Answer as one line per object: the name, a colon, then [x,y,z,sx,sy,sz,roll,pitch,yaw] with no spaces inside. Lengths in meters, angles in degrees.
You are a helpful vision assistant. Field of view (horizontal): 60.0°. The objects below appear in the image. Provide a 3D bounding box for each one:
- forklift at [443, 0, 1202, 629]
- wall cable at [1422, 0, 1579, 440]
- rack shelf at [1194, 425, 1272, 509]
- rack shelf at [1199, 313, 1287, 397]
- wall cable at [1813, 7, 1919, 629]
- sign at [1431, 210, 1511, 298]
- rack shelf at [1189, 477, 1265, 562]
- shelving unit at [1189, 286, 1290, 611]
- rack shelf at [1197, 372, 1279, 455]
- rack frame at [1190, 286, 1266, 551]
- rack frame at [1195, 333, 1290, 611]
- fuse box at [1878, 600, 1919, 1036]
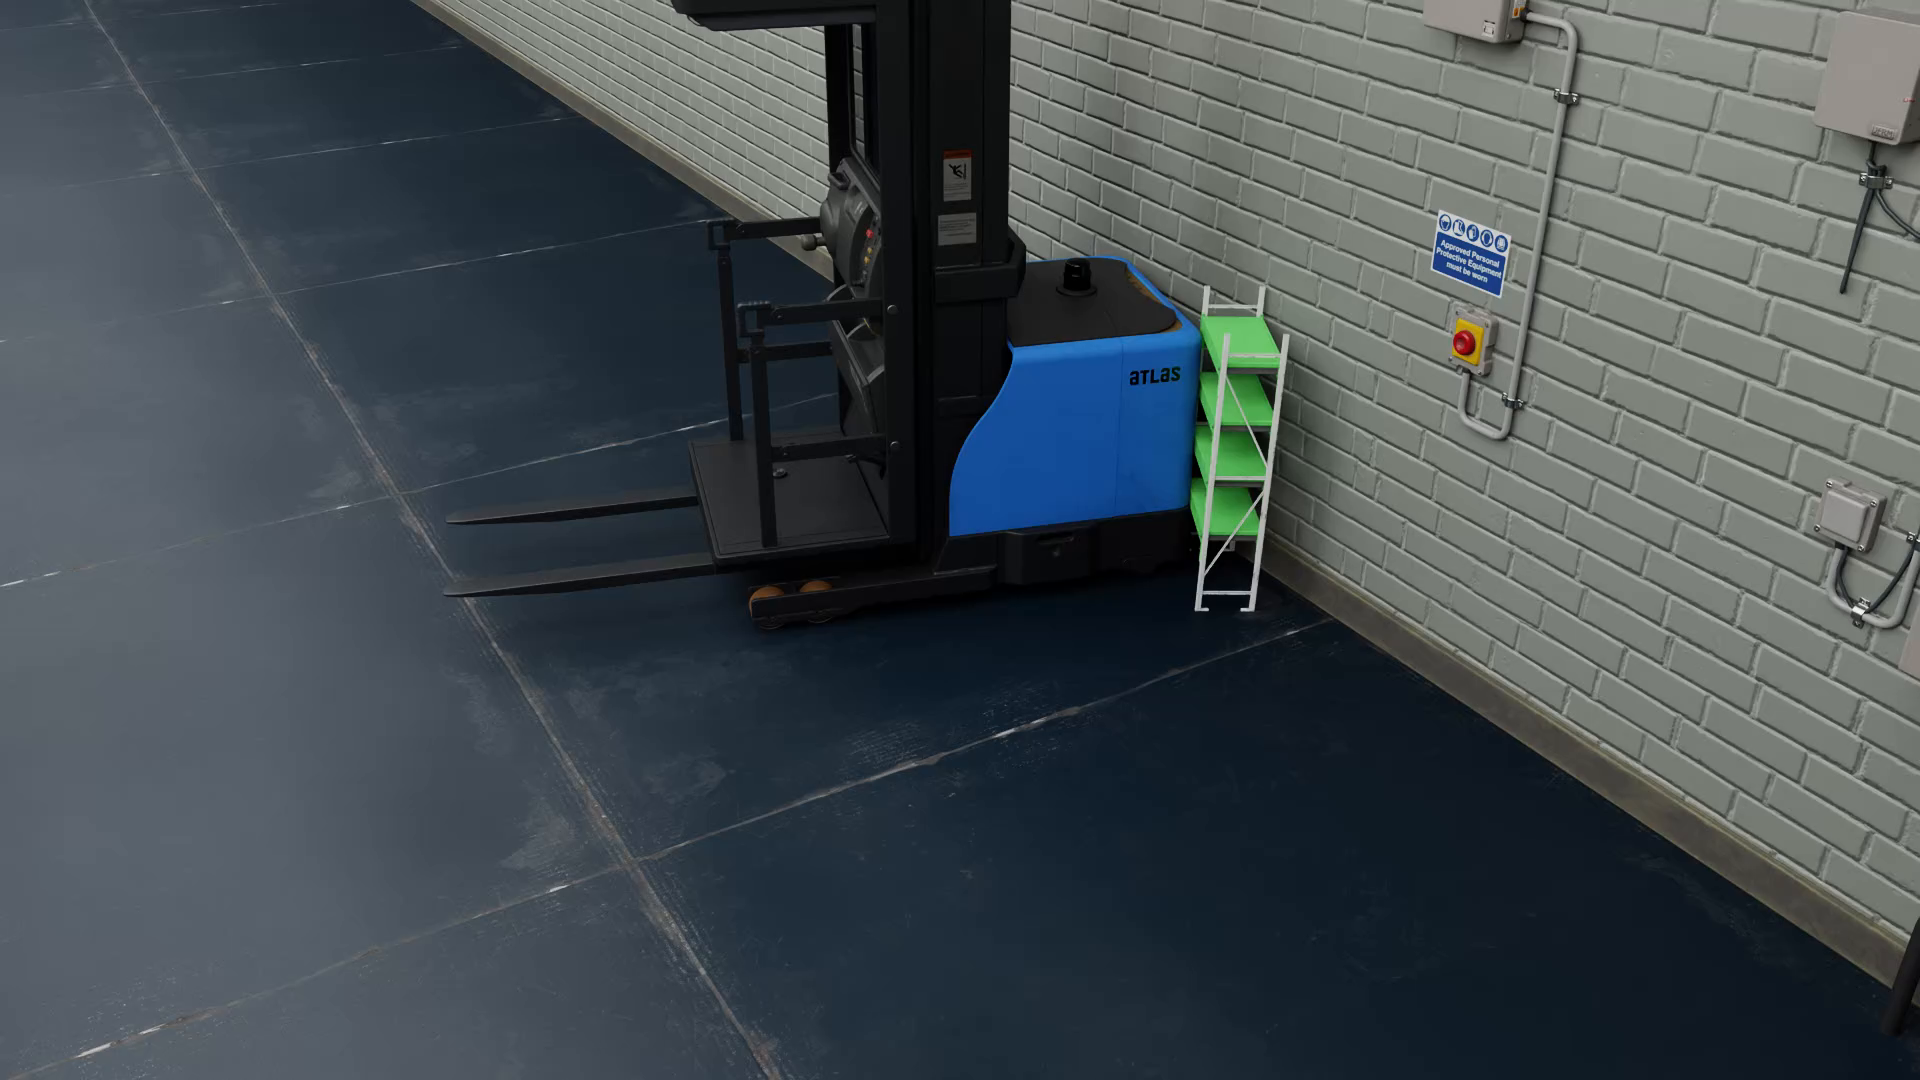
forklift: [-0.604,-1.210,6.409,3.031,2.935,1.130,-7,30,-12]
wall cable: [1.694,-1.274,5.370,0.123,1.953,0.585,-16,33,-26]
rack shelf: [1.077,-0.302,6.678,0.258,0.148,0.480,0,30,-2]
rack shelf: [1.087,-0.719,6.441,0.258,0.148,0.480,0,30,-2]
wall cable: [2.423,-0.672,4.312,0.122,1.984,0.588,-16,33,-26]
sign: [1.723,-0.969,5.621,0.001,0.218,0.327,-16,33,-26]
rack shelf: [1.072,-0.093,6.797,0.258,0.148,0.480,0,30,-2]
shelving unit: [1.078,-0.357,6.647,0.258,1.200,0.503,0,30,-2]
rack shelf: [1.082,-0.511,6.560,0.258,0.148,0.480,0,30,-2]
rack frame: [1.073,-0.478,6.859,0.240,1.200,0.015,0,30,-2]
rack frame: [1.084,-0.237,6.435,0.240,1.200,0.015,0,30,-2]
fuse box: [2.633,0.660,4.284,0.414,1.711,0.539,-16,33,-26]
